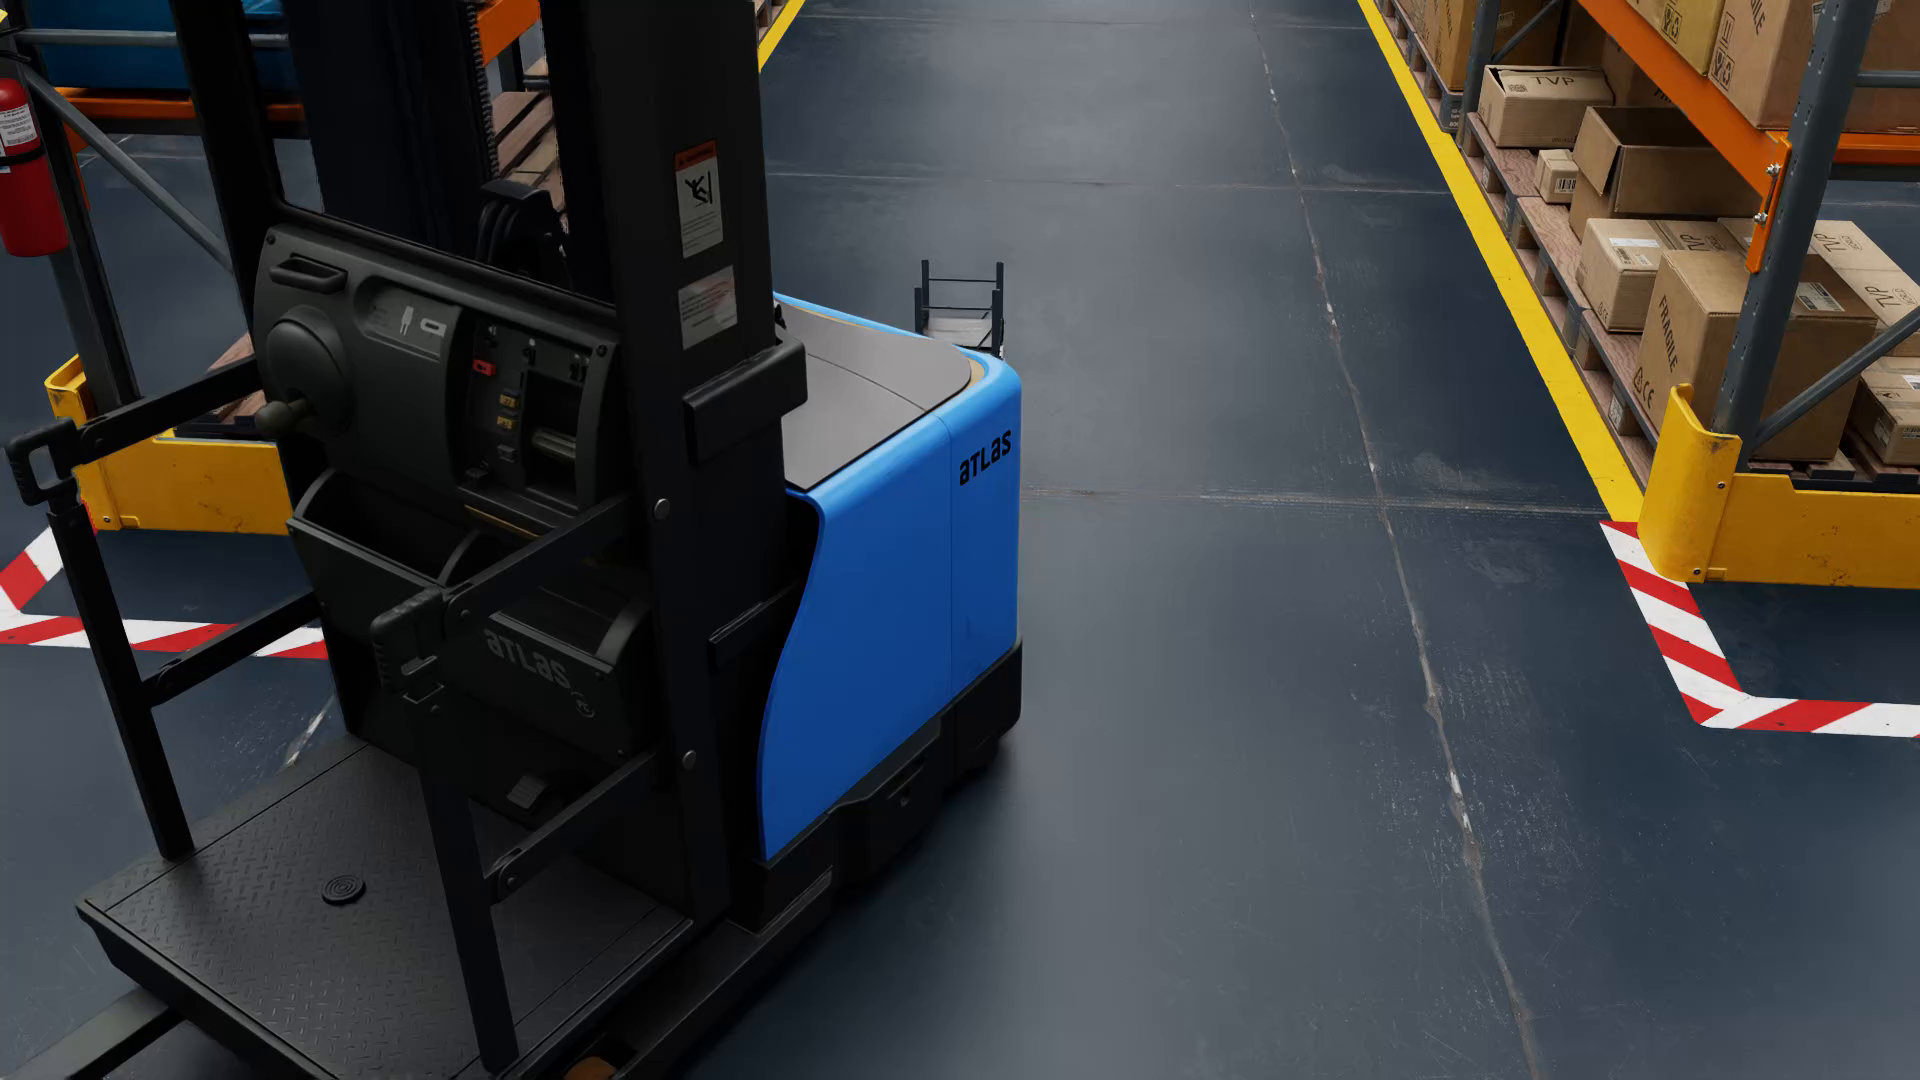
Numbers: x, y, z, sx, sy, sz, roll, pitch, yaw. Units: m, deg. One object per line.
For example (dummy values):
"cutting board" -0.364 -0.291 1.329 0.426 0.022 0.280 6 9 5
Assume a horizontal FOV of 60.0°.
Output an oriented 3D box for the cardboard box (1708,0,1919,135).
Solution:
"cardboard box" 2.483 -1.465 4.674 0.500 0.500 0.500 3 32 5

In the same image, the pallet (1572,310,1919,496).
"pallet" 2.788 -0.446 5.774 1.003 0.211 1.213 2 32 4

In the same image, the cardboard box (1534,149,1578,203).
"cardboard box" 2.733 -1.587 7.247 0.380 0.166 0.250 2 32 4

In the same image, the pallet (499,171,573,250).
"pallet" -2.011 -1.269 7.108 1.003 0.211 1.213 2 32 4

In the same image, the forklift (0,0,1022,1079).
"forklift" -1.090 -0.253 2.867 1.130 2.935 3.031 20 37 29

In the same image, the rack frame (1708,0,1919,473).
"rack frame" 2.718 -1.177 4.301 1.000 3.000 0.127 2 32 4

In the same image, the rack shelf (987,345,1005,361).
"rack shelf" -0.001 -0.504 4.930 0.258 0.077 0.200 2 32 4

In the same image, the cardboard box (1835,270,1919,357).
"cardboard box" 3.085 -0.727 5.773 0.500 0.250 0.500 2 32 4

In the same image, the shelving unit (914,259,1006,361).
"shelving unit" -0.001 -0.379 5.007 0.258 0.900 0.210 2 32 4

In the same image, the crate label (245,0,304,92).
"crate label" -1.871 -1.460 4.862 0.416 0.233 0.303 2 32 4

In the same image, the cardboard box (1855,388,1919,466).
"cardboard box" 3.094 -0.355 5.265 0.380 0.149 0.250 2 32 4

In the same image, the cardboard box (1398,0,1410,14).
"cardboard box" 2.927 -3.448 9.950 0.500 0.500 0.500 1 32 2

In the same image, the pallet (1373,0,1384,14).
"pallet" 3.271 -3.784 11.190 1.003 0.211 1.213 2 32 4

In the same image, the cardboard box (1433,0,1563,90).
"cardboard box" 2.798 -2.662 8.674 0.500 0.500 0.500 2 32 4

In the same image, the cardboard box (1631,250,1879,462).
"cardboard box" 2.516 -0.595 5.320 0.500 0.500 0.500 2 32 4

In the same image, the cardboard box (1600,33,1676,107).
"cardboard box" 3.280 -2.082 7.732 0.500 0.500 0.500 2 32 4

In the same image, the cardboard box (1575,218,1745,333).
"cardboard box" 2.624 -0.984 6.189 0.500 0.250 0.500 2 32 4

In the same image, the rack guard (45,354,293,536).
"rack guard" -2.208 -0.313 5.282 1.175 0.500 0.348 2 32 4

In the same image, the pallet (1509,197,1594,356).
"pallet" 2.890 -1.083 6.806 1.003 0.211 1.213 2 32 4

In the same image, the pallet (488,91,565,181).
"pallet" -1.914 -1.909 8.146 1.003 0.211 1.213 2 32 4

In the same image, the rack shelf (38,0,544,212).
"rack shelf" -2.056 -2.130 6.533 1.077 0.370 4.000 2 32 4

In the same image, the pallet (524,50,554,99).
"pallet" -1.789 -2.697 9.425 1.003 0.211 1.213 2 32 4

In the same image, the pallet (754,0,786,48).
"pallet" -1.692 -3.336 10.463 1.003 0.211 1.213 2 32 4

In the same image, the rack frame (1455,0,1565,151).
"rack frame" 3.043 -3.269 7.695 1.000 3.000 0.127 2 32 4

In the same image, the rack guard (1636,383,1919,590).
"rack guard" 2.724 -0.153 5.021 1.175 0.500 0.348 2 32 4

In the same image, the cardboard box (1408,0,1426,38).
"cardboard box" 2.888 -3.182 9.518 0.500 0.500 0.500 3 32 5

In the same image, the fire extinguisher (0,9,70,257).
"fire extinguisher" -2.684 -1.139 4.669 0.296 0.674 0.183 2 32 4

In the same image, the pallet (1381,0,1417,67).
"pallet" 3.169 -3.148 10.157 1.003 0.211 1.213 2 32 4

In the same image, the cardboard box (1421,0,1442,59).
"cardboard box" 2.847 -2.920 9.093 0.500 0.500 0.500 3 32 4

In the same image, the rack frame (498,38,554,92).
"rack frame" -1.893 -3.482 8.041 1.000 3.000 0.127 2 32 4

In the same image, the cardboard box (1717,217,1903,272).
"cardboard box" 3.126 -0.989 6.197 0.500 0.250 0.500 2 32 4

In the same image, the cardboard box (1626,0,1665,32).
"cardboard box" 2.568 -1.998 5.537 0.500 0.500 0.500 3 32 4

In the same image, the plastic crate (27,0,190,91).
"plastic crate" -2.378 -1.614 4.919 0.616 0.435 0.499 2 32 4

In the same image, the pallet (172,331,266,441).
"pallet" -2.113 -0.633 6.076 1.003 0.211 1.213 2 32 4

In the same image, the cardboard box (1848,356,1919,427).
"cardboard box" 3.115 -0.493 5.472 0.380 0.166 0.250 2 32 4

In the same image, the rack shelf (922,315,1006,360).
"rack shelf" -0.001 -0.580 4.883 0.258 0.077 0.200 2 32 4

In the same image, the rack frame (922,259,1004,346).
"rack frame" 0.008 -0.432 5.093 0.240 0.900 0.006 2 32 4

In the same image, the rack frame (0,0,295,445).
"rack frame" -2.219 -1.391 4.647 1.000 3.000 0.127 2 32 4

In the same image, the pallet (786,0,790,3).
"pallet" -1.590 -3.973 11.495 1.003 0.211 1.213 2 32 4

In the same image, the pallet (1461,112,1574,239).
"pallet" 2.987 -1.722 7.844 1.003 0.211 1.213 2 32 4

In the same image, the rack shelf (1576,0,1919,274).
"rack shelf" 2.881 -1.917 6.187 1.077 0.370 4.000 2 32 4

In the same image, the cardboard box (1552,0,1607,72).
"cardboard box" 3.326 -2.634 8.629 0.500 0.500 0.500 1 32 2

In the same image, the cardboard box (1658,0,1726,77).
"cardboard box" 2.522 -1.737 5.114 0.500 0.500 0.500 3 32 4

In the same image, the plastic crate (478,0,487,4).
"plastic crate" -1.707 -1.938 5.730 0.250 0.136 0.298 2 32 4

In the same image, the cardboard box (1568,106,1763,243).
"cardboard box" 2.896 -1.411 6.640 0.797 0.503 0.637 2 32 4

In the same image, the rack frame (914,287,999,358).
"rack frame" -0.009 -0.326 4.921 0.240 0.900 0.006 2 32 4

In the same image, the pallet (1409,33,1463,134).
"pallet" 3.072 -2.508 9.119 1.003 0.211 1.213 2 32 4

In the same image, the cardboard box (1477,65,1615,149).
"cardboard box" 2.794 -2.101 7.944 0.500 0.311 0.500 2 32 4
